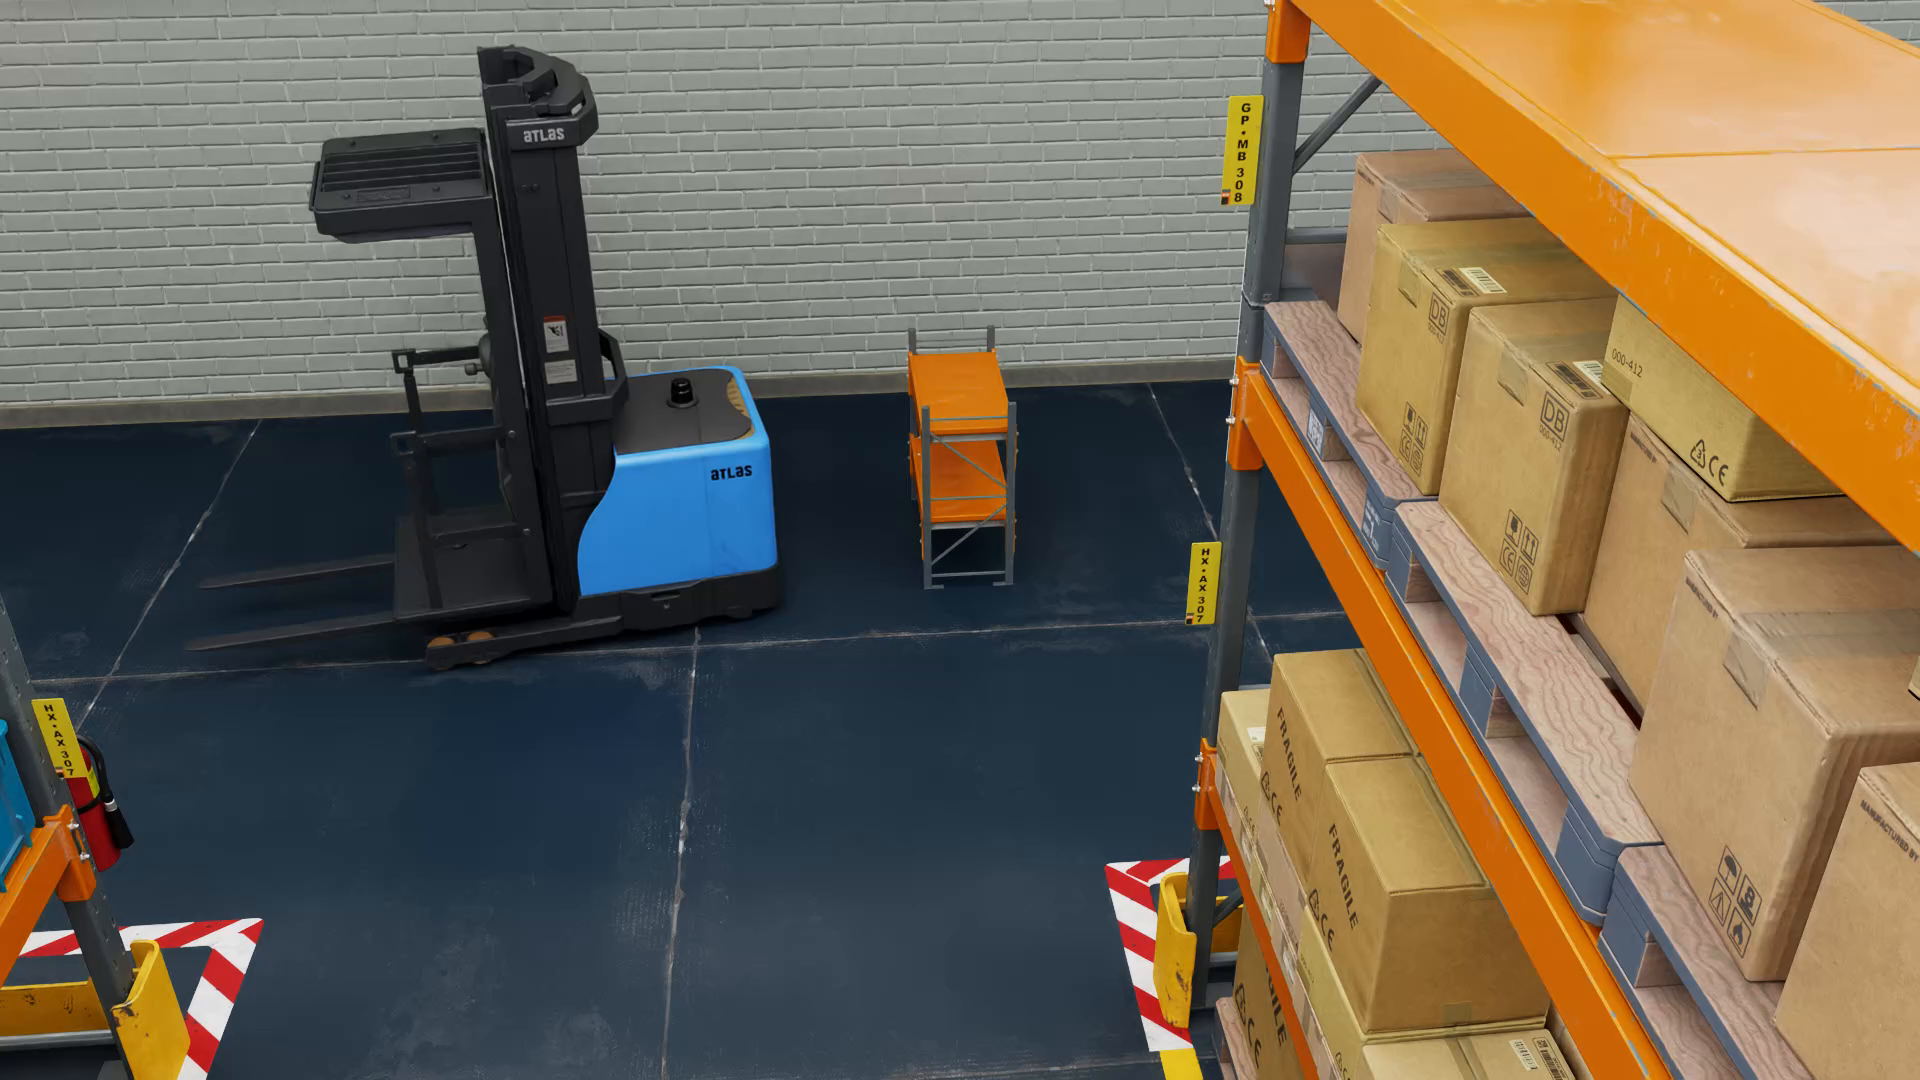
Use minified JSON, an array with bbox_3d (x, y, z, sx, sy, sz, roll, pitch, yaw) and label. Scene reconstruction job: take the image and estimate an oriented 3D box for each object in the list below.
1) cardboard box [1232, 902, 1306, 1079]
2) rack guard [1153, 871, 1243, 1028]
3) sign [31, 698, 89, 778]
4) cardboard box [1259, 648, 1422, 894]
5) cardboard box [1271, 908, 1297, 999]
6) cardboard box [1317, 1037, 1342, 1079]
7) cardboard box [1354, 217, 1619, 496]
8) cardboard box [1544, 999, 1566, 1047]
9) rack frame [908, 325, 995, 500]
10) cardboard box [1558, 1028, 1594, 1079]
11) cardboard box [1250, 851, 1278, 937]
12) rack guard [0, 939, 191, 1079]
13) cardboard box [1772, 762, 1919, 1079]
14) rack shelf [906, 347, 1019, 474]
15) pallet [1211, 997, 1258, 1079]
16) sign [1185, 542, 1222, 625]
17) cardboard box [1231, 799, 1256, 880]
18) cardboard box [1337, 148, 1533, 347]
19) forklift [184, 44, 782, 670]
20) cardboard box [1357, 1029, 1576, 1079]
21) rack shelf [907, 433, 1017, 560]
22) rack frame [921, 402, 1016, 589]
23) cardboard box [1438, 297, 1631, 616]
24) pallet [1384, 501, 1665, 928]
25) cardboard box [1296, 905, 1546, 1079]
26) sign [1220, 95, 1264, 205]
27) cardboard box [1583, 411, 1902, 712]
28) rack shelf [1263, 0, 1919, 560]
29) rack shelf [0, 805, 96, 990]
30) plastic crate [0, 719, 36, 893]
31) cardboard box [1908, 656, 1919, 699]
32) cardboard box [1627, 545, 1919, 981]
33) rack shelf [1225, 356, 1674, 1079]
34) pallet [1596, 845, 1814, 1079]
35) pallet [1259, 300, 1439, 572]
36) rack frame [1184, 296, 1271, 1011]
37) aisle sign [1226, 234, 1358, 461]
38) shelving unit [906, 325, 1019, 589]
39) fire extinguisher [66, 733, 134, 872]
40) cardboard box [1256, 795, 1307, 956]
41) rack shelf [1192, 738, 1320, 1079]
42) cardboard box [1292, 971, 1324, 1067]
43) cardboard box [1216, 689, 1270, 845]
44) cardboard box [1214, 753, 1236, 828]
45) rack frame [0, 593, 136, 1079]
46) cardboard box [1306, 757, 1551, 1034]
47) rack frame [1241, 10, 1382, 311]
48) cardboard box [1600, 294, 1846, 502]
[{"bbox_3d":[1.520,1.586,5.832,0.875,0.875,0.875,-3,31,-5],"label":"cardboard box"},{"bbox_3d":[1.378,1.592,6.597,1.175,0.500,0.348,-3,31,-5],"label":"rack guard"},{"bbox_3d":[-3.005,0.664,5.554,0.100,0.325,0.005,-3,31,-5],"label":"sign"},{"bbox_3d":[1.203,0.660,4.846,0.500,0.500,0.500,-3,31,-6],"label":"cardboard box"},{"bbox_3d":[1.160,1.231,5.009,0.380,0.149,0.250,-3,31,-5],"label":"cardboard box"},{"bbox_3d":[1.208,1.493,4.571,0.380,0.149,0.250,-3,31,-5],"label":"cardboard box"},{"bbox_3d":[1.415,-0.466,4.076,0.700,0.500,0.500,-4,31,-6],"label":"cardboard box"},{"bbox_3d":[1.785,1.222,4.636,0.500,0.250,0.500,-4,31,-6],"label":"cardboard box"},{"bbox_3d":[-0.048,-0.746,9.902,0.500,1.125,0.032,-3,31,-5],"label":"rack frame"},{"bbox_3d":[1.837,1.488,4.191,0.500,0.250,0.500,-3,31,-4],"label":"cardboard box"},{"bbox_3d":[1.135,1.098,5.232,0.380,0.149,0.250,-3,31,-6],"label":"cardboard box"},{"bbox_3d":[-3.566,1.830,6.199,1.175,0.500,0.348,-3,31,-5],"label":"rack guard"},{"bbox_3d":[1.621,0.623,2.252,0.700,0.500,0.500,-5,31,-8],"label":"cardboard box"},{"bbox_3d":[-0.001,-0.738,9.318,0.538,0.278,1.000,-3,31,-5],"label":"rack shelf"},{"bbox_3d":[1.533,2.133,5.973,1.003,0.211,1.213,-3,31,-5],"label":"pallet"},{"bbox_3d":[0.827,0.149,5.654,0.100,0.325,0.005,-3,31,-5],"label":"sign"},{"bbox_3d":[1.110,0.967,5.451,0.380,0.149,0.250,-3,31,-5],"label":"cardboard box"},{"bbox_3d":[1.482,-0.759,4.567,0.700,0.500,0.500,-5,31,-8],"label":"cardboard box"},{"bbox_3d":[-2.547,-0.888,8.378,3.031,2.935,1.130,-8,32,-14],"label":"forklift"},{"bbox_3d":[1.309,1.514,4.146,0.500,0.250,0.500,-3,31,-6],"label":"cardboard box"},{"bbox_3d":[-0.001,-0.276,9.593,0.538,0.278,1.000,-3,31,-5],"label":"rack shelf"},{"bbox_3d":[0.047,-0.227,9.033,0.500,1.125,0.032,-3,31,-5],"label":"rack frame"},{"bbox_3d":[1.511,-0.205,3.638,0.700,0.500,0.500,-5,31,-8],"label":"cardboard box"},{"bbox_3d":[1.577,0.284,3.510,1.003,0.211,1.213,-3,31,-5],"label":"pallet"},{"bbox_3d":[1.255,1.248,4.592,0.500,0.250,0.500,-4,31,-6],"label":"cardboard box"},{"bbox_3d":[0.827,-1.142,4.882,0.100,0.325,0.005,-3,31,-5],"label":"sign"},{"bbox_3d":[1.668,0.075,3.170,0.700,0.500,0.500,-1,31,-2],"label":"cardboard box"},{"bbox_3d":[1.567,-0.542,2.974,1.077,0.370,4.000,-3,31,-5],"label":"rack shelf"},{"bbox_3d":[-3.364,2.099,4.013,1.077,0.370,4.000,-3,31,-5],"label":"rack shelf"},{"bbox_3d":[-3.334,0.890,5.242,0.616,0.435,0.499,-3,31,-5],"label":"plastic crate"},{"bbox_3d":[1.673,0.217,2.200,0.500,0.250,0.500,-5,31,-8],"label":"cardboard box"},{"bbox_3d":[1.575,0.348,2.712,0.700,0.500,0.500,-1,31,-2],"label":"cardboard box"},{"bbox_3d":[1.567,0.574,3.641,1.077,0.370,4.000,-3,31,-5],"label":"rack shelf"},{"bbox_3d":[1.688,0.906,2.470,1.003,0.211,1.213,-3,31,-5],"label":"pallet"},{"bbox_3d":[1.460,-0.340,4.556,1.003,0.211,1.213,-3,31,-5],"label":"pallet"},{"bbox_3d":[1.380,0.532,5.935,1.000,3.000,0.127,-3,31,-5],"label":"rack frame"},{"bbox_3d":[1.075,-0.607,5.306,0.394,0.787,0.004,-3,31,-5],"label":"aisle sign"},{"bbox_3d":[-0.001,-0.486,9.468,0.538,1.125,1.048,-3,31,-5],"label":"shelving unit"},{"bbox_3d":[-3.113,0.863,5.819,0.296,0.674,0.183,-3,31,-5],"label":"fire extinguisher"},{"bbox_3d":[1.212,0.991,5.022,0.500,0.250,0.500,-3,31,-5],"label":"cardboard box"},{"bbox_3d":[1.567,1.862,4.410,1.077,0.370,4.000,-3,31,-5],"label":"rack shelf"},{"bbox_3d":[1.183,1.361,4.792,0.380,0.149,0.250,-3,31,-6],"label":"cardboard box"},{"bbox_3d":[1.156,0.726,5.466,0.500,0.250,0.500,-4,31,-6],"label":"cardboard box"},{"bbox_3d":[1.085,0.837,5.670,0.380,0.149,0.250,-2,31,-4],"label":"cardboard box"},{"bbox_3d":[-3.551,0.769,5.538,1.000,3.000,0.127,-3,31,-5],"label":"rack frame"},{"bbox_3d":[1.258,0.924,4.404,0.500,0.500,0.500,-4,31,-6],"label":"cardboard box"},{"bbox_3d":[1.380,-2.044,4.397,1.000,3.000,0.127,-3,31,-5],"label":"rack frame"},{"bbox_3d":[1.559,-0.312,3.087,0.500,0.250,0.500,-4,31,-6],"label":"cardboard box"}]
